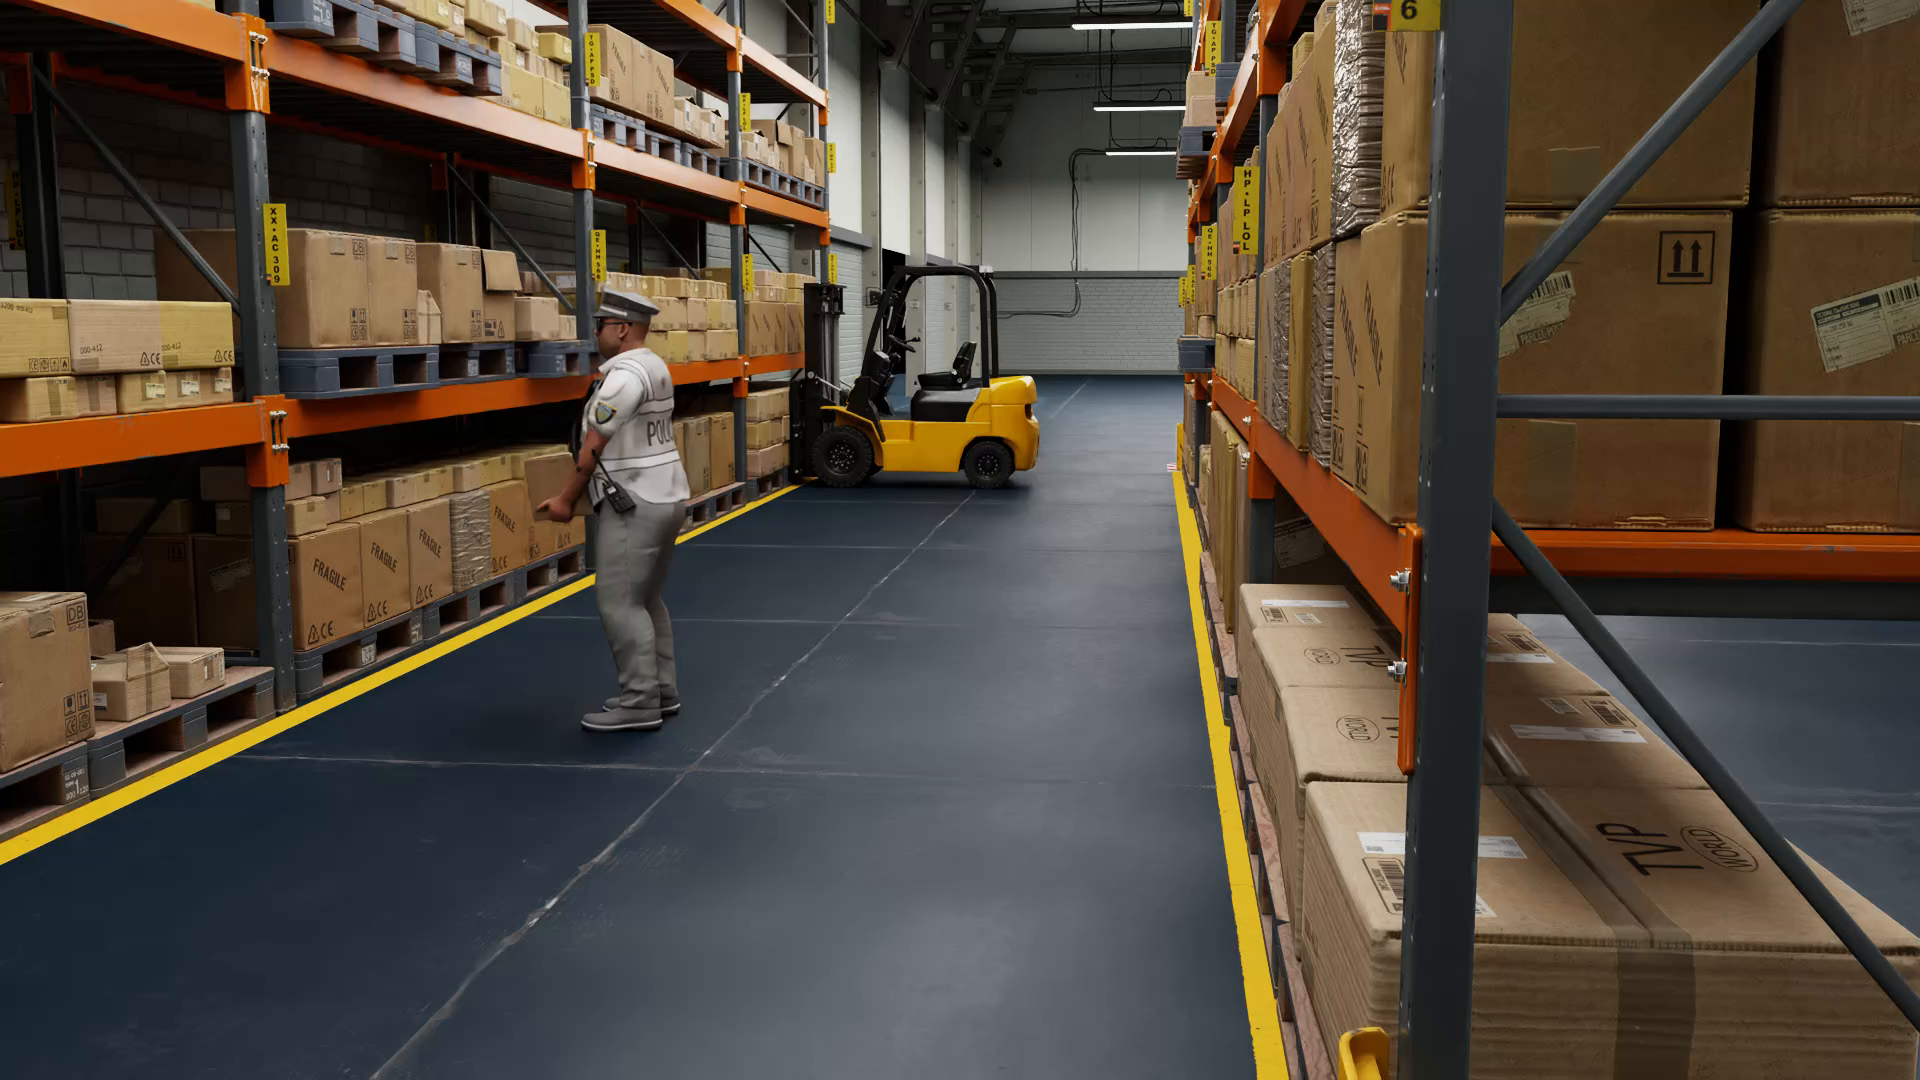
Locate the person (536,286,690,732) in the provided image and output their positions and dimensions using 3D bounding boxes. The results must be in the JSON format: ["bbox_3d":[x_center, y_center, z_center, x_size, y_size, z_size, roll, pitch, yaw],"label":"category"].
[{"bbox_3d":[-1.391,-0.129,6.702,0.574,1.770,0.490,1,8,5],"label":"person"}]
